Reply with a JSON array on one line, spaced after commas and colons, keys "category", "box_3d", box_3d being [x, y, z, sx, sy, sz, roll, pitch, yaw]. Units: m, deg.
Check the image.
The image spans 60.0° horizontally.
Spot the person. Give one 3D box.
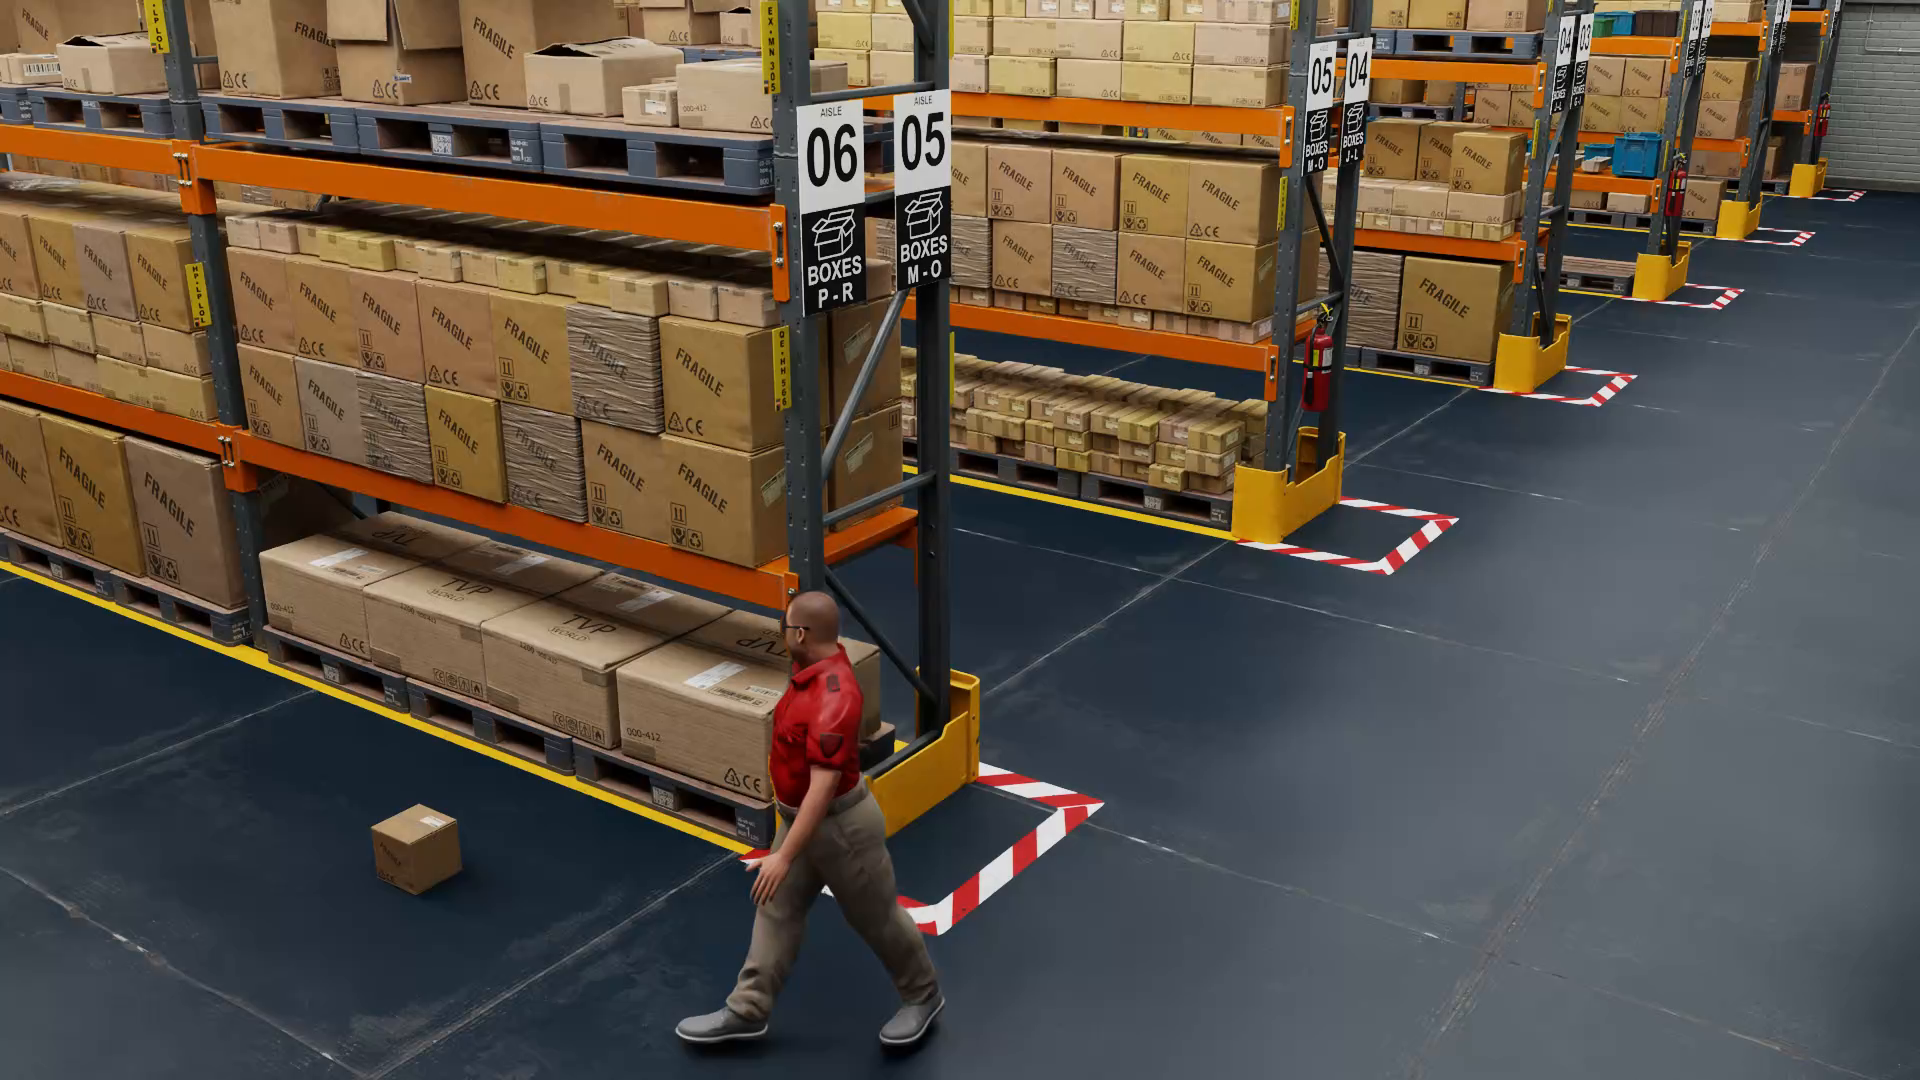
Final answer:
[{"category": "person", "box_3d": [-0.526, 1.001, 5.756, 0.969, 1.670, 0.641, -7, 21, -20]}]
